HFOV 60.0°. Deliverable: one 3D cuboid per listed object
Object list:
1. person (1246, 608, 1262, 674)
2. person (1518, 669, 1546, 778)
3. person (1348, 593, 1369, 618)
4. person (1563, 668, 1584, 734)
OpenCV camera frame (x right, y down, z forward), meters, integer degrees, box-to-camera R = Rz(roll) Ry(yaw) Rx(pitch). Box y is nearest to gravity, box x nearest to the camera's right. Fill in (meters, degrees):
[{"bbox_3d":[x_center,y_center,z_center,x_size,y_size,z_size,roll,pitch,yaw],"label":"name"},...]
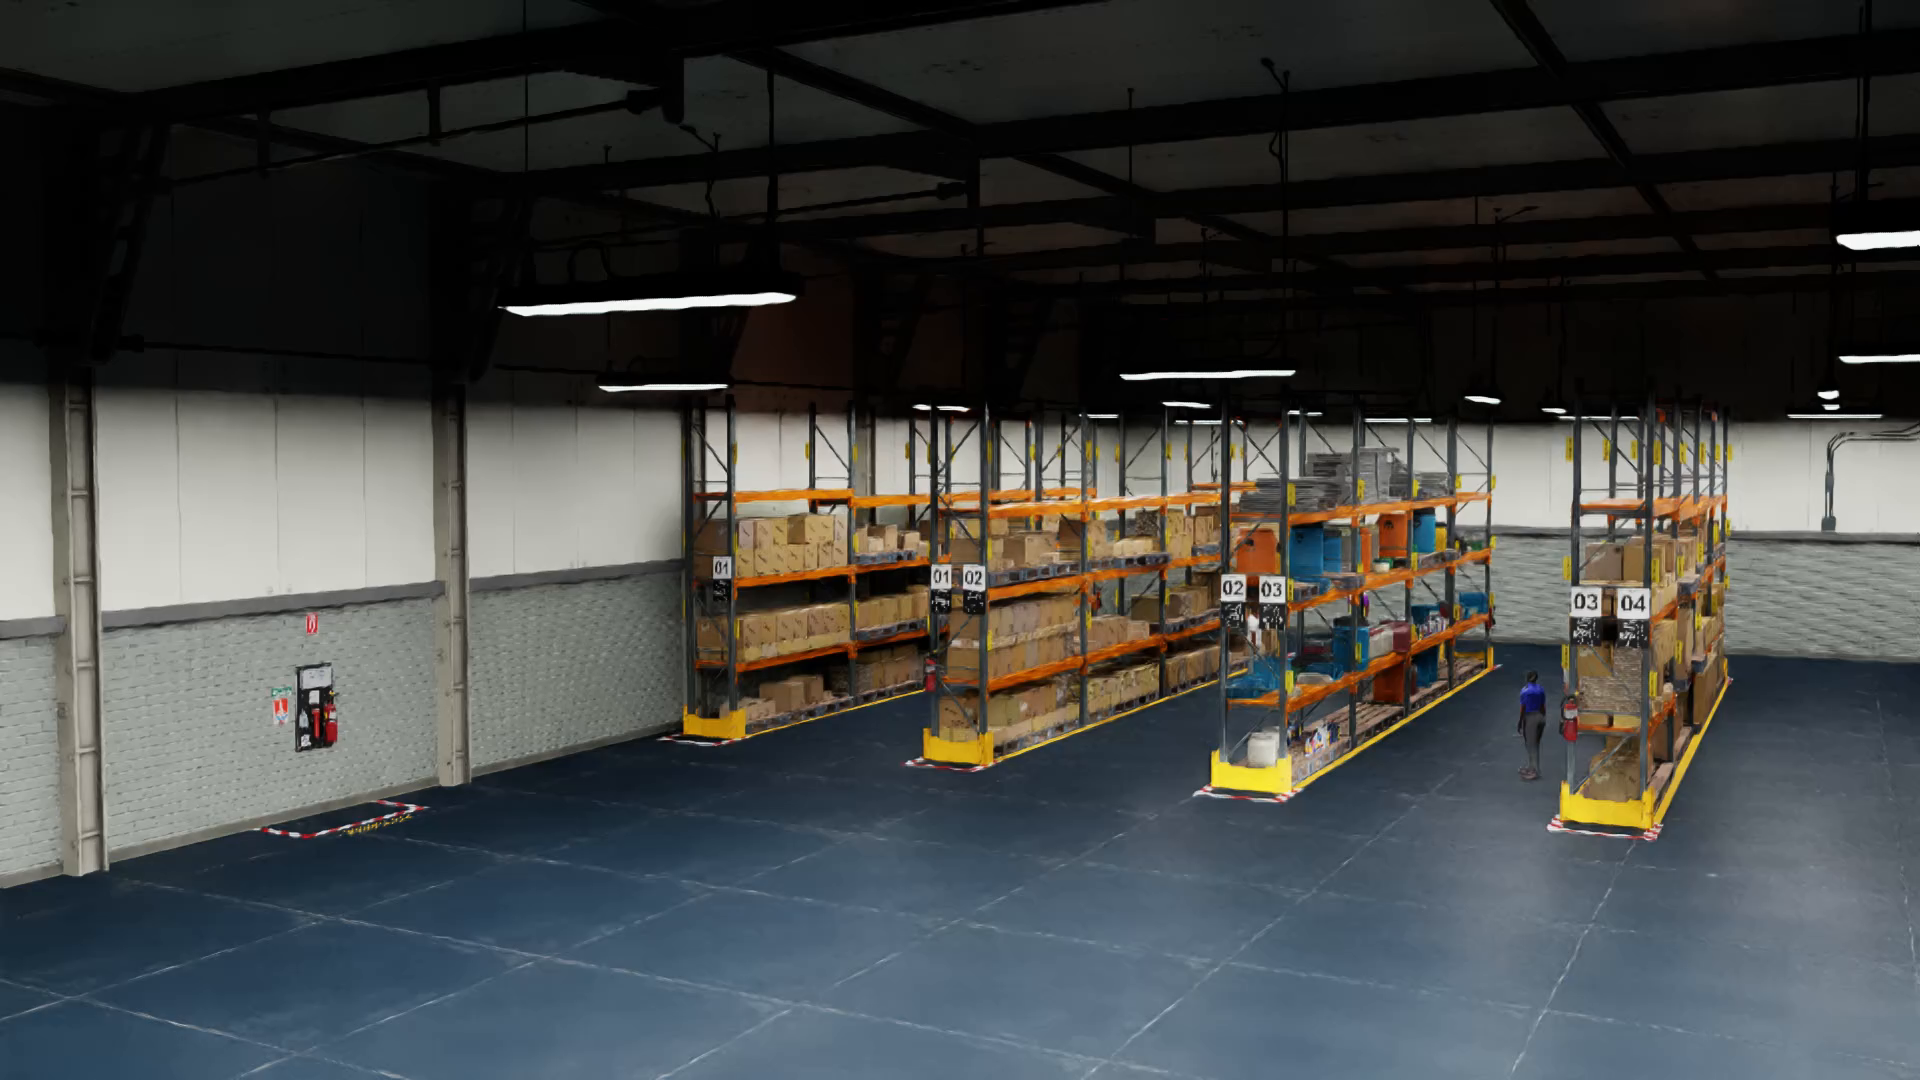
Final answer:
[{"bbox_3d":[6.354,2.217,35.749,0.400,1.769,0.674,1,3,10],"label":"person"},{"bbox_3d":[8.796,2.812,25.640,0.574,1.652,0.543,-2,4,-34],"label":"person"},{"bbox_3d":[10.120,1.921,42.309,0.589,1.716,1.043,2,3,27],"label":"person"},{"bbox_3d":[10.936,2.543,29.618,0.638,1.768,0.586,-3,4,-43],"label":"person"}]
